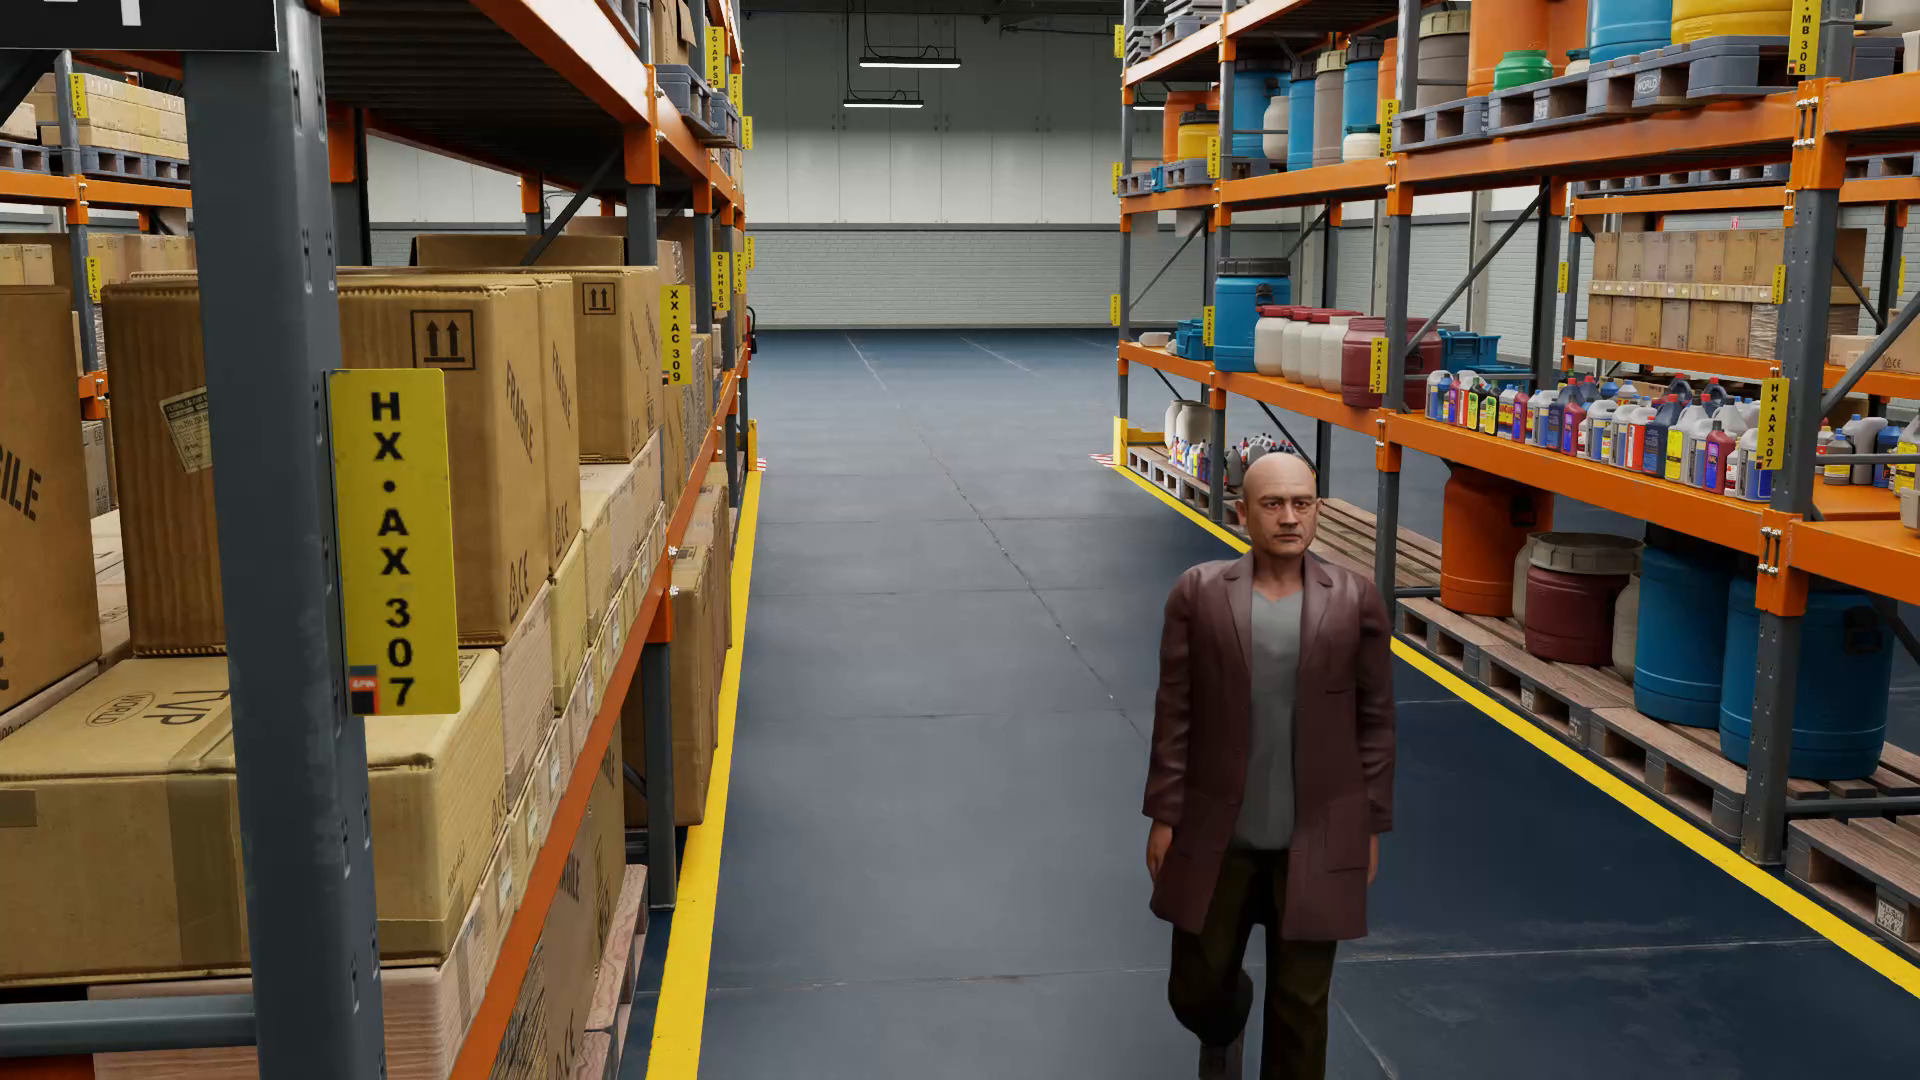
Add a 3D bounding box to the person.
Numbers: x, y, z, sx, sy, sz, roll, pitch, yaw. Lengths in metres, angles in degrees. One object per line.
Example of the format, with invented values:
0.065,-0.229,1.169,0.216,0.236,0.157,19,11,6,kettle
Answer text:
0.725,0.671,3.939,0.585,1.759,0.695,2,10,13,person
